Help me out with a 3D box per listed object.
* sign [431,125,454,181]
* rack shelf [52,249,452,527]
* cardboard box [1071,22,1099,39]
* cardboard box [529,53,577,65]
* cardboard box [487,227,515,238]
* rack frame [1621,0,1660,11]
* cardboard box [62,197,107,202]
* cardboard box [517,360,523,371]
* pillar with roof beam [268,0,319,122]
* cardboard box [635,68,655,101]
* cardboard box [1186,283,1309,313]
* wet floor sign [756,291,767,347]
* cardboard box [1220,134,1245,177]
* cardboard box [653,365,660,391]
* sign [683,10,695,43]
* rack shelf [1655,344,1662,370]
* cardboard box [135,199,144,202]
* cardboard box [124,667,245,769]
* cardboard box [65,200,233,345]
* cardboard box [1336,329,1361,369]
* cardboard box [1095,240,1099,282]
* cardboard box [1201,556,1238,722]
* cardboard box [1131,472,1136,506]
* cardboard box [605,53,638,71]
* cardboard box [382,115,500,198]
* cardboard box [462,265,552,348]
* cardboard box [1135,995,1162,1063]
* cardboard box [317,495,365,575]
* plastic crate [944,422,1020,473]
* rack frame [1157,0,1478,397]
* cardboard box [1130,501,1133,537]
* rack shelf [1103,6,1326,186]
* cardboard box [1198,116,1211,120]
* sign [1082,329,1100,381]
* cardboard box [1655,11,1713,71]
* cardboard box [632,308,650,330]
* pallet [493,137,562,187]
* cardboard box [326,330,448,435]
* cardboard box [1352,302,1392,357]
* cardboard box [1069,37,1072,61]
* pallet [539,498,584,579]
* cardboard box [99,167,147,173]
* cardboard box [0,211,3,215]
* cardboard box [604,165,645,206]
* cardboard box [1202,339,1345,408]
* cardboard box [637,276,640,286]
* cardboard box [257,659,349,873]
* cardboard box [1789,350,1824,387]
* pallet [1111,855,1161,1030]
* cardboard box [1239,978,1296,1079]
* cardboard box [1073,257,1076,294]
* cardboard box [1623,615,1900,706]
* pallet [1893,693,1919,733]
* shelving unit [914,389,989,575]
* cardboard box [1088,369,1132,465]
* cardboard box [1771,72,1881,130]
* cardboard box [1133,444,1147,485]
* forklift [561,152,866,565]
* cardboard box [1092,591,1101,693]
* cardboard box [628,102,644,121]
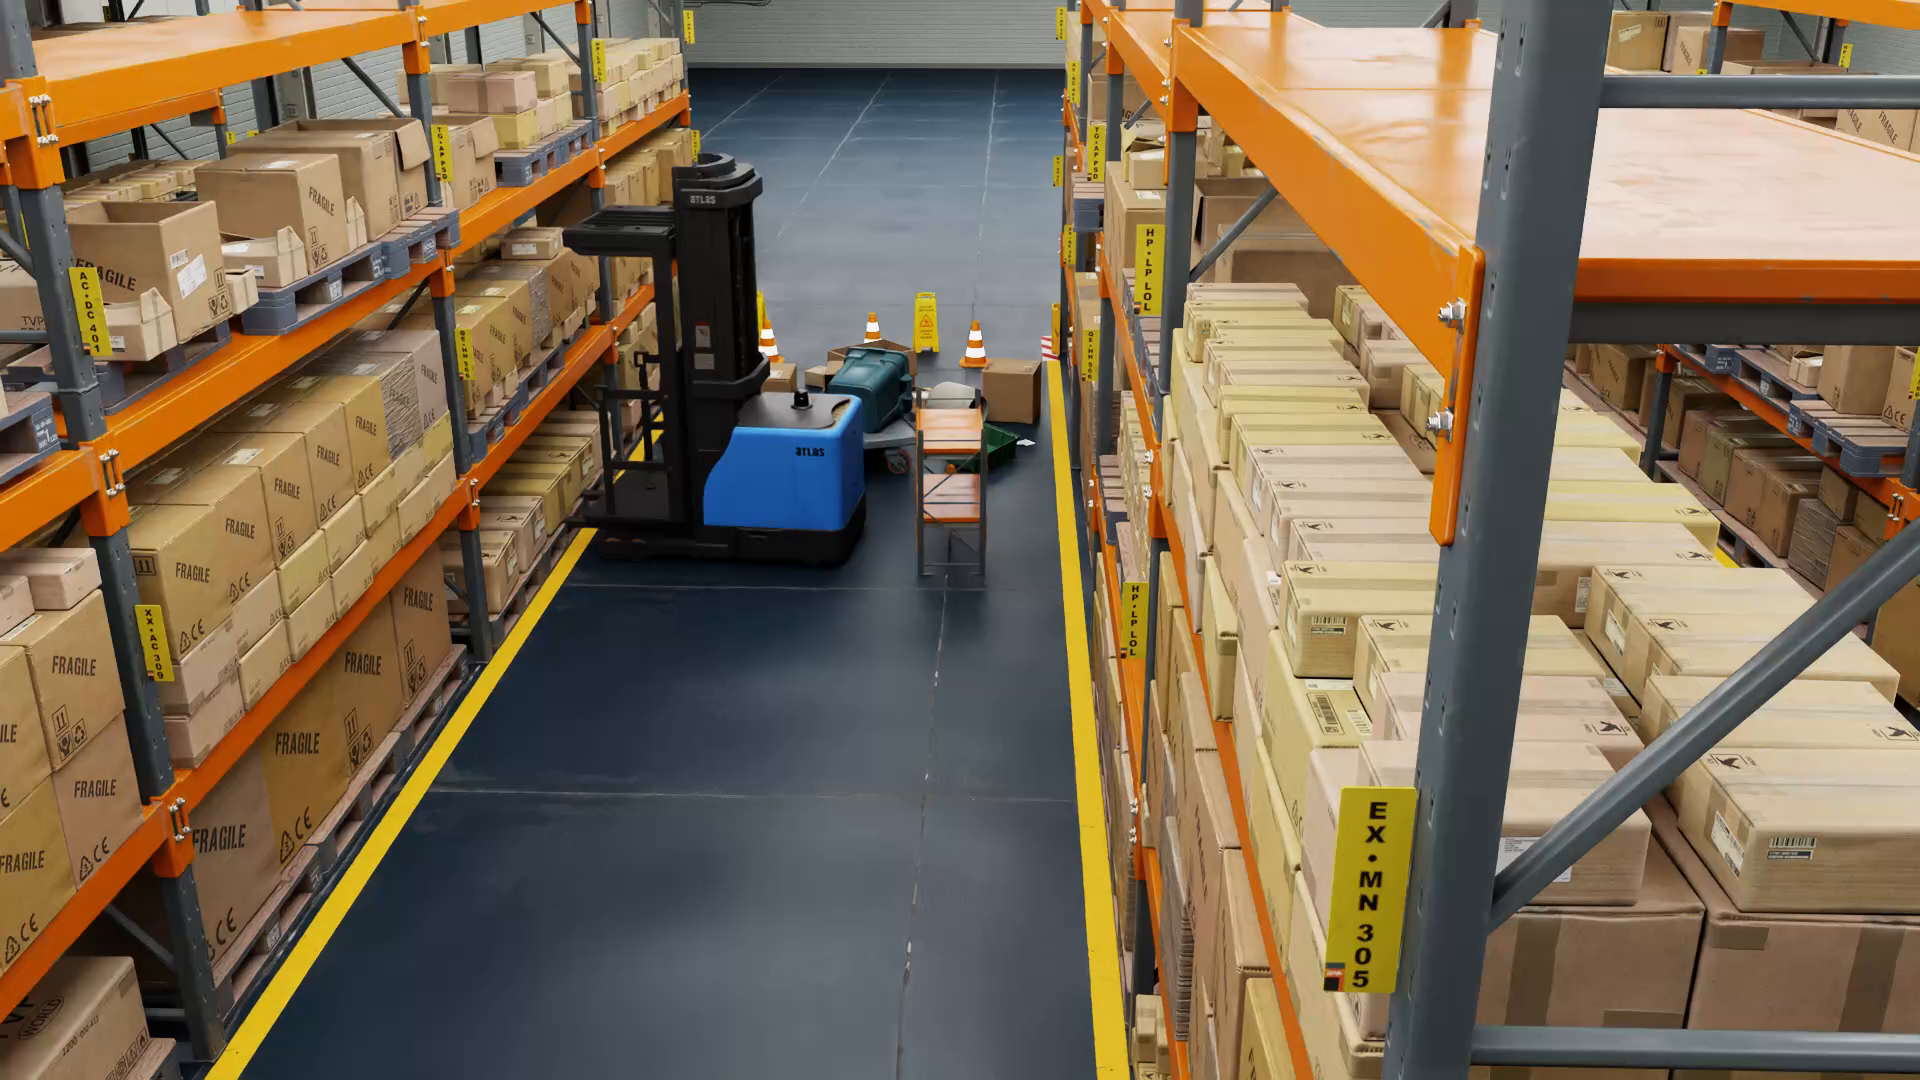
[{"bbox_3d":[-3.041,-2.272,9.767,0.100,0.325,0.005,1,21,2],"label":"sign"},{"bbox_3d":[-3.656,-0.945,8.165,1.077,0.370,4.000,1,21,2],"label":"rack shelf"},{"bbox_3d":[1.223,-4.706,15.389,0.380,0.149,0.250,1,21,2],"label":"cardboard box"},{"bbox_3d":[-3.730,-4.383,15.276,0.380,0.149,0.250,1,21,2],"label":"cardboard box"},{"bbox_3d":[-3.774,-2.266,13.592,0.500,0.500,0.500,1,21,3],"label":"cardboard box"},{"bbox_3d":[6.554,-6.185,16.529,1.000,3.000,0.127,1,21,2],"label":"rack frame"},{"bbox_3d":[-8.121,-3.078,15.369,0.380,0.149,0.250,0,21,1],"label":"cardboard box"},{"bbox_3d":[-3.375,-1.289,11.971,0.380,0.149,0.250,1,21,4],"label":"cardboard box"},{"bbox_3d":[-4.750,-8.228,21.794,9.100,9.000,0.400,1,21,2],"label":"pillar with roof beam"},{"bbox_3d":[-3.139,-4.224,15.419,0.500,0.250,0.500,1,21,2],"label":"cardboard box"},{"bbox_3d":[0.983,-0.785,5.725,0.380,0.149,0.250,0,21,1],"label":"cardboard box"},{"bbox_3d":[-2.277,-2.457,18.468,0.267,0.644,0.232,8,23,20],"label":"wet floor sign"},{"bbox_3d":[1.602,-2.054,8.833,0.396,0.266,0.258,1,21,2],"label":"cardboard box"},{"bbox_3d":[-3.167,-1.560,16.124,0.500,0.250,0.500,0,21,1],"label":"cardboard box"},{"bbox_3d":[-2.798,-5.295,17.159,0.100,0.325,0.005,1,21,2],"label":"sign"},{"bbox_3d":[6.493,-2.330,15.881,1.077,0.370,4.000,1,21,2],"label":"rack shelf"},{"bbox_3d":[-8.156,-3.218,16.140,0.380,0.149,0.250,0,21,1],"label":"cardboard box"},{"bbox_3d":[-3.440,0.755,7.143,0.500,0.250,0.500,0,21,0],"label":"cardboard box"},{"bbox_3d":[-3.400,-1.115,6.890,0.500,0.500,0.500,0,21,1],"label":"cardboard box"},{"bbox_3d":[1.474,-0.532,5.624,0.500,0.250,0.500,0,21,-1],"label":"cardboard box"},{"bbox_3d":[1.468,-2.366,13.460,0.700,0.500,0.500,0,21,1],"label":"cardboard box"},{"bbox_3d":[0.895,0.254,4.289,0.500,0.250,0.500,2,21,4],"label":"cardboard box"},{"bbox_3d":[1.113,-0.256,8.897,0.380,0.149,0.250,1,21,2],"label":"cardboard box"},{"bbox_3d":[-3.173,-4.377,15.262,0.380,0.149,0.250,1,21,3],"label":"cardboard box"},{"bbox_3d":[-3.577,-2.603,11.302,0.797,0.503,0.637,1,21,2],"label":"cardboard box"},{"bbox_3d":[-3.309,-1.707,12.152,0.500,0.500,0.500,0,21,0],"label":"cardboard box"},{"bbox_3d":[0.903,1.982,6.724,0.380,0.149,0.250,2,21,4],"label":"cardboard box"},{"bbox_3d":[-3.379,-0.032,8.480,0.500,0.250,0.500,0,21,0],"label":"cardboard box"},{"bbox_3d":[0.173,-0.826,14.819,0.450,0.188,0.662,23,29,25],"label":"plastic crate"},{"bbox_3d":[1.234,-1.937,5.582,1.000,3.000,0.127,1,21,2],"label":"rack frame"},{"bbox_3d":[1.112,-0.118,8.952,0.380,0.149,0.250,1,21,3],"label":"cardboard box"},{"bbox_3d":[1.295,-2.139,7.648,1.077,0.370,4.000,1,21,2],"label":"rack shelf"},{"bbox_3d":[1.628,-2.812,11.388,0.500,0.311,0.500,0,21,1],"label":"cardboard box"},{"bbox_3d":[0.801,-1.132,10.198,0.100,0.325,0.005,1,21,2],"label":"sign"},{"bbox_3d":[6.759,-4.642,15.458,0.500,0.500,0.500,1,21,2],"label":"cardboard box"},{"bbox_3d":[-3.108,-2.058,15.473,0.380,0.149,0.250,1,21,4],"label":"cardboard box"},{"bbox_3d":[-3.627,-2.765,12.121,1.213,0.211,1.003,1,21,2],"label":"pallet"},{"bbox_3d":[-3.349,-0.928,9.753,0.500,0.500,0.500,0,21,0],"label":"cardboard box"},{"bbox_3d":[1.500,-0.676,5.443,0.380,0.149,0.250,1,21,3],"label":"cardboard box"},{"bbox_3d":[1.299,-4.651,15.800,0.500,0.250,0.500,0,21,1],"label":"cardboard box"},{"bbox_3d":[-3.530,-0.027,12.807,1.003,0.211,1.213,1,21,2],"label":"pallet"},{"bbox_3d":[-8.573,-3.729,17.048,0.380,0.149,0.250,1,21,3],"label":"cardboard box"},{"bbox_3d":[-8.678,-2.801,14.655,0.380,0.149,0.250,0,21,0],"label":"cardboard box"},{"bbox_3d":[-3.206,-3.044,14.795,0.700,0.500,0.500,1,21,2],"label":"cardboard box"},{"bbox_3d":[0.937,-0.503,4.996,0.380,0.149,0.250,0,21,0],"label":"cardboard box"},{"bbox_3d":[-3.191,-2.418,15.462,0.380,0.149,0.250,1,21,1],"label":"cardboard box"},{"bbox_3d":[-3.758,1.085,8.444,0.875,0.875,0.875,1,21,3],"label":"cardboard box"},{"bbox_3d":[6.091,-1.235,11.670,0.396,0.266,0.258,0,21,0],"label":"cardboard box"},{"bbox_3d":[1.256,1.878,7.897,1.003,0.211,1.213,1,21,2],"label":"pallet"},{"bbox_3d":[0.893,1.303,3.593,0.500,0.500,0.500,0,21,0],"label":"cardboard box"},{"bbox_3d":[1.471,-2.436,14.952,0.875,0.550,0.550,1,21,2],"label":"cardboard box"},{"bbox_3d":[1.457,0.254,3.045,0.380,0.149,0.250,1,21,2],"label":"cardboard box"},{"bbox_3d":[6.211,1.088,9.932,1.003,0.211,1.213,1,21,2],"label":"pallet"},{"bbox_3d":[-0.077,-0.457,12.628,0.538,1.125,1.048,0,22,-2],"label":"shelving unit"},{"bbox_3d":[1.101,-0.799,10.804,0.500,0.500,0.500,1,21,2],"label":"cardboard box"},{"bbox_3d":[6.291,-3.075,11.937,0.797,0.503,0.637,1,21,4],"label":"cardboard box"},{"bbox_3d":[1.116,-0.398,8.854,0.380,0.149,0.250,2,21,4],"label":"cardboard box"},{"bbox_3d":[-2.306,-1.394,12.571,3.031,2.935,1.130,3,21,7],"label":"forklift"},{"bbox_3d":[1.079,0.636,10.119,0.500,0.500,0.500,0,21,-1],"label":"cardboard box"},{"bbox_3d":[-3.092,-3.908,15.154,0.380,0.149,0.250,0,21,1],"label":"cardboard box"}]
